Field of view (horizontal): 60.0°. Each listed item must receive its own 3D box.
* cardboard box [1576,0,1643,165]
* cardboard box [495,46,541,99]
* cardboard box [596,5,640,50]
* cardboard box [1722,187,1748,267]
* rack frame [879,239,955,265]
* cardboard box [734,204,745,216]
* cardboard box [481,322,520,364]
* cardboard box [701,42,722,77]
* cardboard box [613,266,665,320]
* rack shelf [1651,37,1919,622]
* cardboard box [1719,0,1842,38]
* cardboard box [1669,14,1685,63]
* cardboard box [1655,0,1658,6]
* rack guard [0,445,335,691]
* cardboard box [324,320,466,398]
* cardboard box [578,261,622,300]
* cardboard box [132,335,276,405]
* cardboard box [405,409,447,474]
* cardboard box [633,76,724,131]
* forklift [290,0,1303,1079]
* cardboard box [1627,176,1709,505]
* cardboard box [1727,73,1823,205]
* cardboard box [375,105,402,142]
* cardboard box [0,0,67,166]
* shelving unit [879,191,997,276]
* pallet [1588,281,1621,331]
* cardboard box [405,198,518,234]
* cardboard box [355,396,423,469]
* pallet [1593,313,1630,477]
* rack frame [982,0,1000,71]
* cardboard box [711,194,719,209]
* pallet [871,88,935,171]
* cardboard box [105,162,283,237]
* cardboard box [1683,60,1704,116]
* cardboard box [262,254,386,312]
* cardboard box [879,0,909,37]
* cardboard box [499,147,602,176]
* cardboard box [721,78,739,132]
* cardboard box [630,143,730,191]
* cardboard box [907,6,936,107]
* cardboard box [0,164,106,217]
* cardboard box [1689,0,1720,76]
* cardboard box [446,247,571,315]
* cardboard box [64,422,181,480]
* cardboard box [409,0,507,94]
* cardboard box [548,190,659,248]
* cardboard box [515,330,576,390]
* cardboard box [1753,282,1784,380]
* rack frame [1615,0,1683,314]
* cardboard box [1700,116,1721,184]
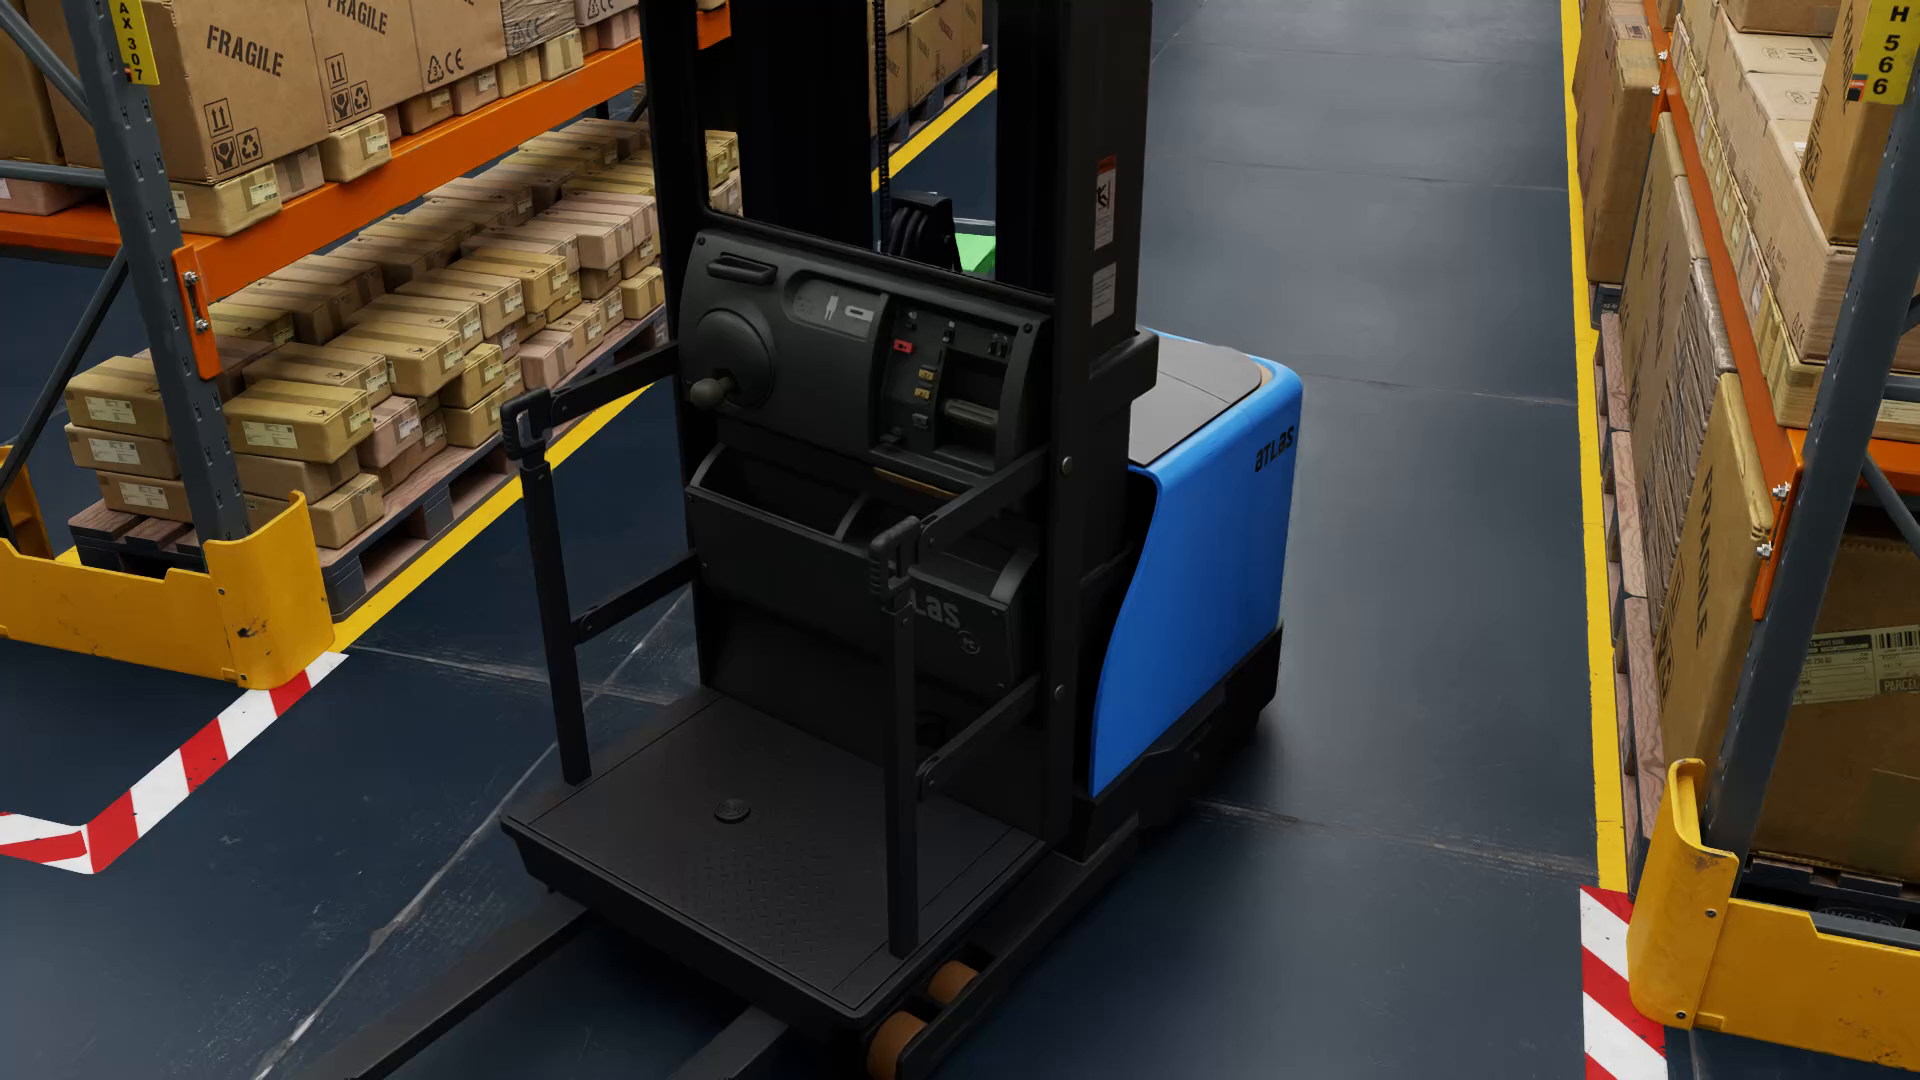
[{"bbox_3d":[4.005,-2.470,8.858,1.225,0.875,0.875,9,30,15],"label":"cardboard box"},{"bbox_3d":[-1.746,-1.709,5.995,0.380,0.149,0.250,10,30,17],"label":"cardboard box"},{"bbox_3d":[-1.507,-2.068,6.640,0.380,0.149,0.250,7,30,13],"label":"cardboard box"},{"bbox_3d":[2.236,-0.806,4.371,0.380,0.149,0.250,8,30,14],"label":"cardboard box"},{"bbox_3d":[-0.120,-0.334,5.116,0.240,1.200,0.015,8,30,15],"label":"rack frame"},{"bbox_3d":[-1.179,-1.548,7.949,0.380,0.149,0.250,9,30,16],"label":"cardboard box"},{"bbox_3d":[-1.877,-0.744,6.196,0.380,0.149,0.250,7,30,12],"label":"cardboard box"},{"bbox_3d":[-1.413,-2.643,8.783,0.500,0.250,0.500,8,30,14],"label":"cardboard box"},{"bbox_3d":[-1.483,-1.067,7.084,0.380,0.149,0.250,8,30,15],"label":"cardboard box"},{"bbox_3d":[2.735,-0.843,4.920,1.077,0.370,4.000,8,30,15],"label":"rack shelf"},{"bbox_3d":[2.637,-1.823,5.018,0.500,0.500,0.500,8,30,13],"label":"cardboard box"},{"bbox_3d":[2.917,-1.887,6.315,0.380,0.149,0.250,9,30,15],"label":"cardboard box"},{"bbox_3d":[3.350,-2.616,7.264,0.500,0.500,0.500,9,30,16],"label":"cardboard box"},{"bbox_3d":[-2.541,0.074,5.102,1.175,0.500,0.348,8,30,15],"label":"rack guard"},{"bbox_3d":[-1.923,-0.620,5.667,0.380,0.149,0.250,8,30,15],"label":"cardboard box"},{"bbox_3d":[-1.629,-1.118,6.868,0.380,0.149,0.250,7,30,12],"label":"cardboard box"},{"bbox_3d":[-2.522,-0.571,5.580,0.380,0.149,0.250,9,30,16],"label":"cardboard box"},{"bbox_3d":[-2.039,-0.368,5.827,0.380,0.149,0.250,9,30,15],"label":"cardboard box"},{"bbox_3d":[-1.413,-2.313,8.961,0.500,0.500,0.500,8,30,14],"label":"cardboard box"},{"bbox_3d":[-0.360,-0.357,3.376,1.130,2.935,3.031,20,35,31],"label":"forklift"},{"bbox_3d":[2.788,-0.628,5.548,0.875,0.875,0.875,8,30,15],"label":"cardboard box"},{"bbox_3d":[2.335,-1.028,4.360,0.500,0.250,0.500,7,30,13],"label":"cardboard box"},{"bbox_3d":[-2.045,-1.358,5.365,0.380,0.149,0.250,10,31,17],"label":"cardboard box"},{"bbox_3d":[-2.678,-1.402,4.776,0.500,0.500,0.500,9,30,16],"label":"cardboard box"},{"bbox_3d":[-0.049,-0.447,5.320,0.258,1.200,0.503,8,30,15],"label":"shelving unit"},{"bbox_3d":[3.477,-1.238,7.758,1.003,0.211,1.213,8,30,15],"label":"pallet"},{"bbox_3d":[-2.062,-1.295,6.881,0.380,0.149,0.250,7,30,13],"label":"cardboard box"},{"bbox_3d":[-2.030,-0.377,5.536,0.380,0.149,0.250,8,30,15],"label":"cardboard box"},{"bbox_3d":[3.024,-0.526,6.479,1.003,0.211,1.213,8,30,15],"label":"pallet"},{"bbox_3d":[-0.216,-4.701,11.114,1.000,3.000,0.127,8,30,15],"label":"rack frame"},{"bbox_3d":[-1.308,-1.463,7.489,0.380,0.149,0.250,7,30,13],"label":"cardboard box"},{"bbox_3d":[-0.806,-2.554,10.124,1.003,0.211,1.213,8,30,15],"label":"pallet"},{"bbox_3d":[-2.155,-0.977,4.679,0.380,0.149,0.250,8,30,14],"label":"cardboard box"},{"bbox_3d":[2.688,-1.520,5.655,0.380,0.149,0.250,8,30,13],"label":"cardboard box"},{"bbox_3d":[-2.405,-0.954,6.268,0.380,0.149,0.250,10,31,17],"label":"cardboard box"},{"bbox_3d":[-0.612,-3.050,9.516,0.500,0.250,0.500,10,31,17],"label":"cardboard box"},{"bbox_3d":[-1.853,-1.665,7.546,0.380,0.149,0.250,8,30,14],"label":"cardboard box"},{"bbox_3d":[-0.919,-2.238,8.828,0.500,0.500,0.500,10,31,17],"label":"cardboard box"},{"bbox_3d":[-1.282,-1.712,7.631,0.380,0.149,0.250,9,30,15],"label":"cardboard box"},{"bbox_3d":[-0.454,-2.960,10.124,0.500,0.500,0.500,7,30,13],"label":"cardboard box"},{"bbox_3d":[-2.738,-1.065,4.837,0.380,0.149,0.250,9,30,15],"label":"cardboard box"},{"bbox_3d":[2.783,-1.740,5.641,0.500,0.250,0.500,8,30,15],"label":"cardboard box"},{"bbox_3d":[-1.718,-0.990,6.332,0.380,0.149,0.250,9,30,16],"label":"cardboard box"},{"bbox_3d":[-2.682,-0.336,5.464,0.380,0.149,0.250,8,30,14],"label":"cardboard box"},{"bbox_3d":[-1.879,-1.804,5.498,0.500,0.500,0.500,9,30,16],"label":"cardboard box"},{"bbox_3d":[-1.491,-1.347,6.975,0.380,0.149,0.250,7,30,12],"label":"cardboard box"},{"bbox_3d":[-1.719,-0.707,6.435,0.380,0.149,0.250,7,30,12],"label":"cardboard box"},{"bbox_3d":[2.013,-0.452,3.735,0.380,0.149,0.250,9,30,15],"label":"cardboard box"},{"bbox_3d":[3.322,-2.087,6.416,1.000,3.000,0.127,8,30,15],"label":"rack frame"},{"bbox_3d":[2.461,-1.163,5.013,0.380,0.149,0.250,8,30,13],"label":"cardboard box"}]
